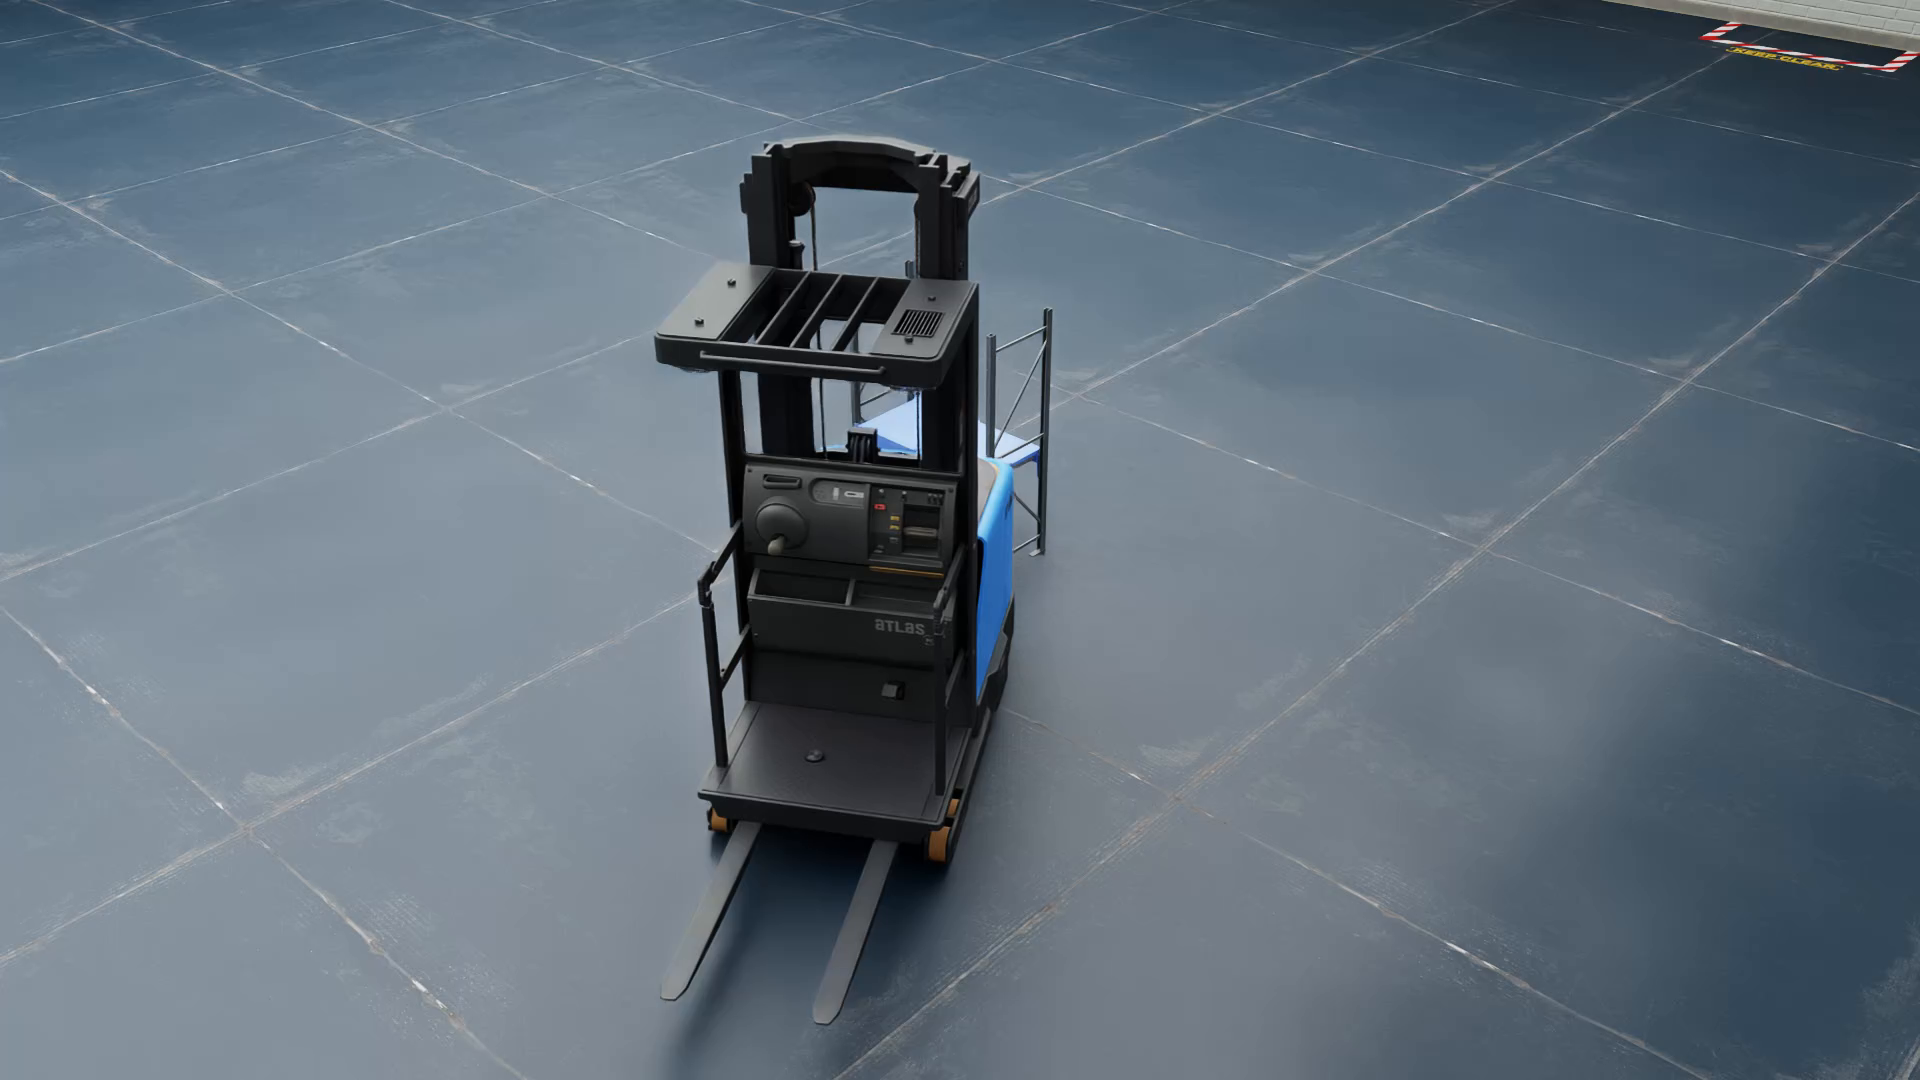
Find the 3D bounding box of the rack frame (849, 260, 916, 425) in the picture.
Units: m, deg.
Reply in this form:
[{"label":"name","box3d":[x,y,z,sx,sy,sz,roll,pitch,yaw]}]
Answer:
[{"label":"rack frame","box3d":[-0.440,-0.848,9.649,0.032,1.500,0.500,25,39,35]}]

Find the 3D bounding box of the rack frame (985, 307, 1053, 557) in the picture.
[{"label":"rack frame","box3d":[0.314,-0.496,9.064,0.032,1.500,0.500,25,39,35]}]

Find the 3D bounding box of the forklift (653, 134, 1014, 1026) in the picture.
[{"label":"forklift","box3d":[-0.516,-0.044,6.926,1.130,2.935,3.031,6,32,10]}]

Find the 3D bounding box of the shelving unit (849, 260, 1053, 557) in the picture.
[{"label":"shelving unit","box3d":[-0.063,-0.672,9.357,1.048,1.500,0.538,25,39,35]}]

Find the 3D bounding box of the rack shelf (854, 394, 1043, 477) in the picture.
[{"label":"rack shelf","box3d":[-0.063,-0.518,9.449,1.000,0.185,0.538,25,39,35]}]
